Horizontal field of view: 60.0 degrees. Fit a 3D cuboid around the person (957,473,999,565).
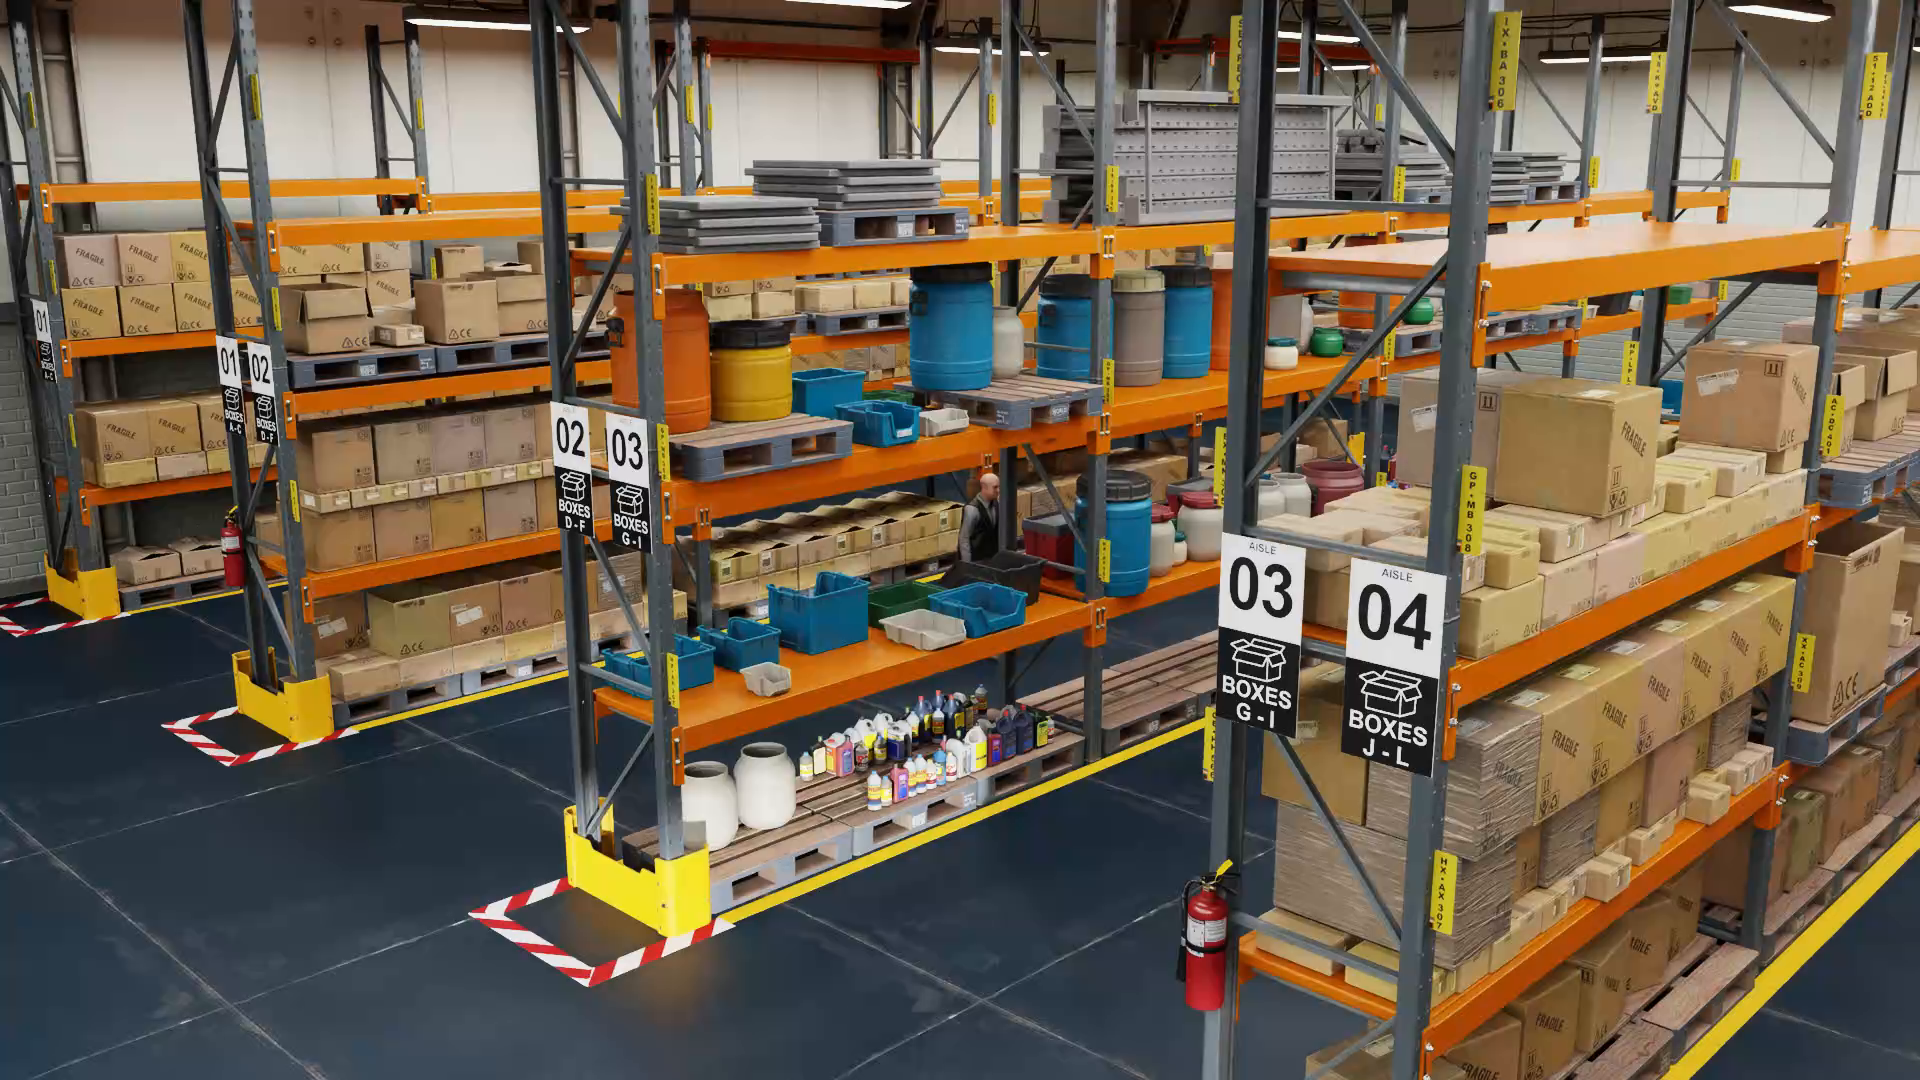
[{"bbox_3d":[0.205,0.210,15.679,0.426,1.720,0.593,11,18,39],"label":"person"}]
